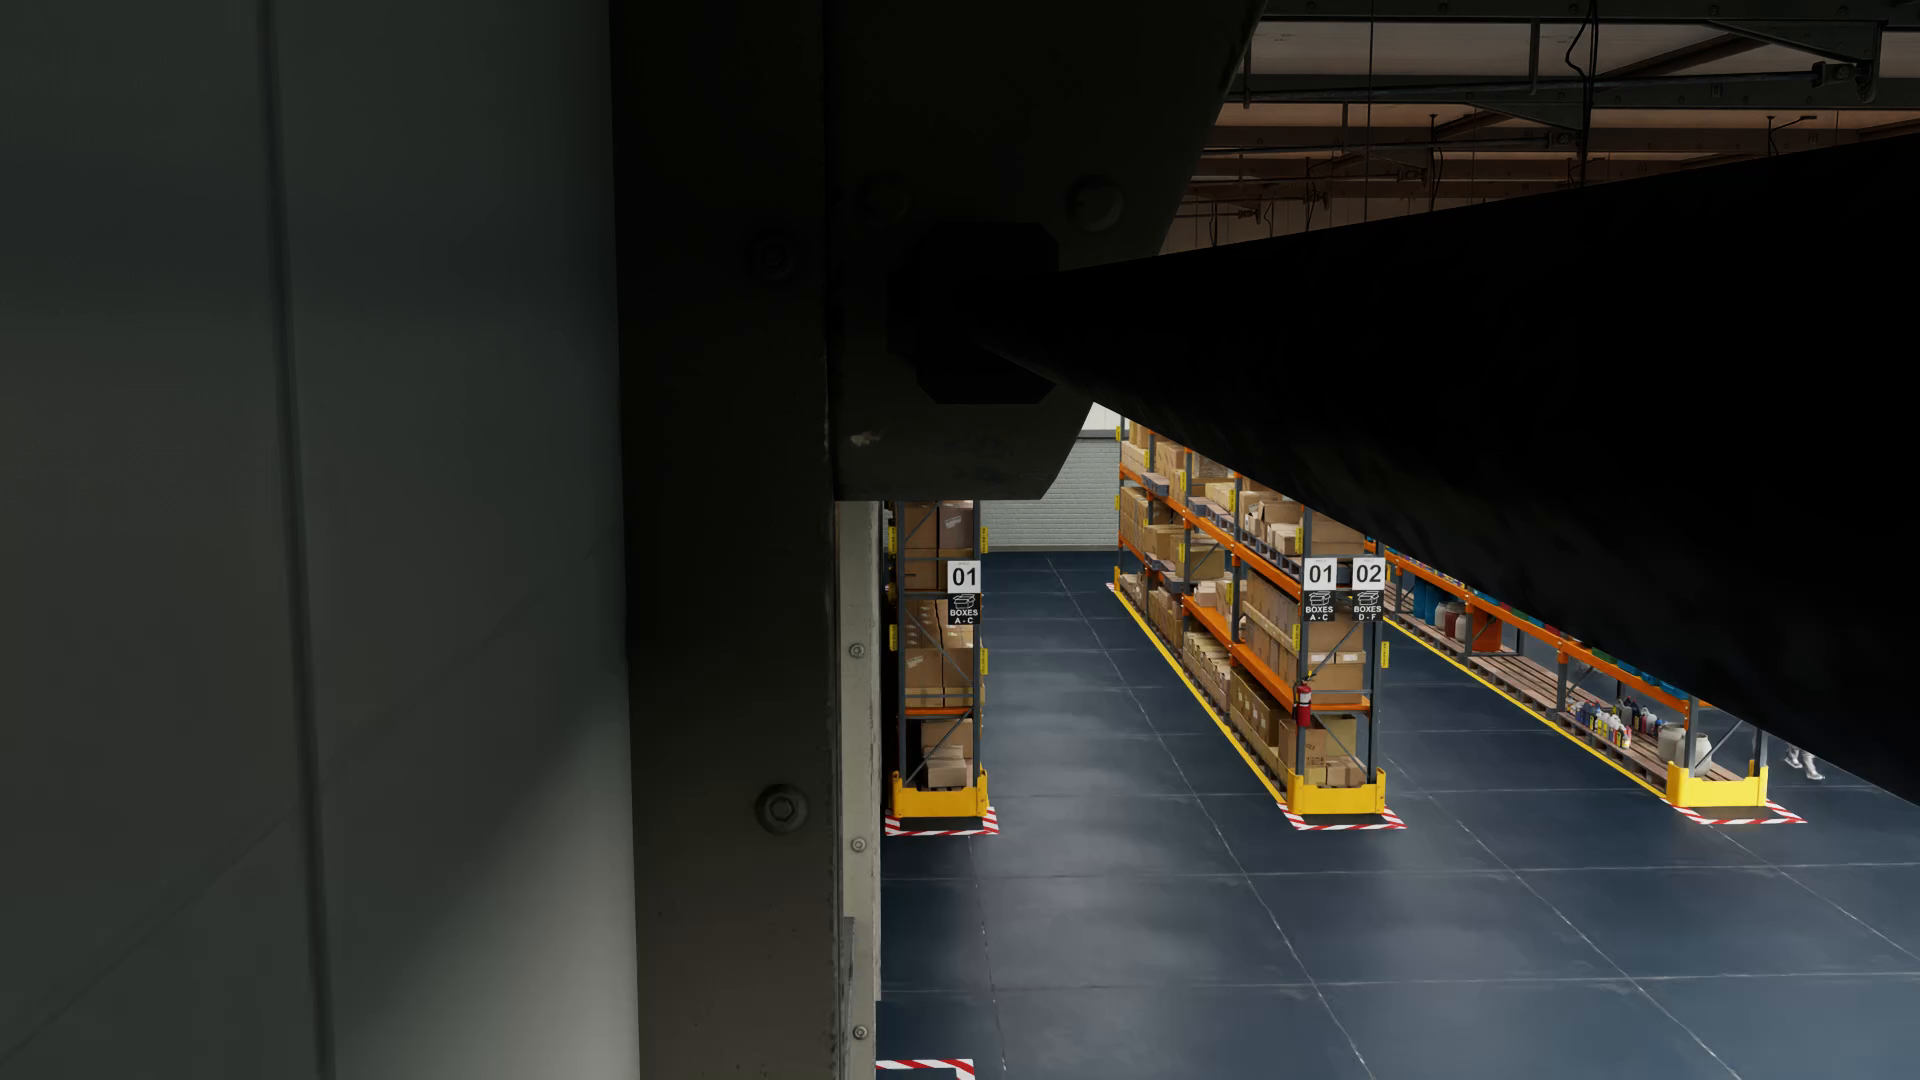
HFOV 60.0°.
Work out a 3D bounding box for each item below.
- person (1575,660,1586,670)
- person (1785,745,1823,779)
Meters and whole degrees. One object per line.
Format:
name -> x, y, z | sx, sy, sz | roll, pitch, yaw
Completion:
person -> 10.792, 1.349, 28.550 | 0.642, 1.758, 0.484 | 1, 8, 10
person -> 11.326, 2.363, 22.198 | 0.448, 1.553, 0.893 | -1, 8, -8
